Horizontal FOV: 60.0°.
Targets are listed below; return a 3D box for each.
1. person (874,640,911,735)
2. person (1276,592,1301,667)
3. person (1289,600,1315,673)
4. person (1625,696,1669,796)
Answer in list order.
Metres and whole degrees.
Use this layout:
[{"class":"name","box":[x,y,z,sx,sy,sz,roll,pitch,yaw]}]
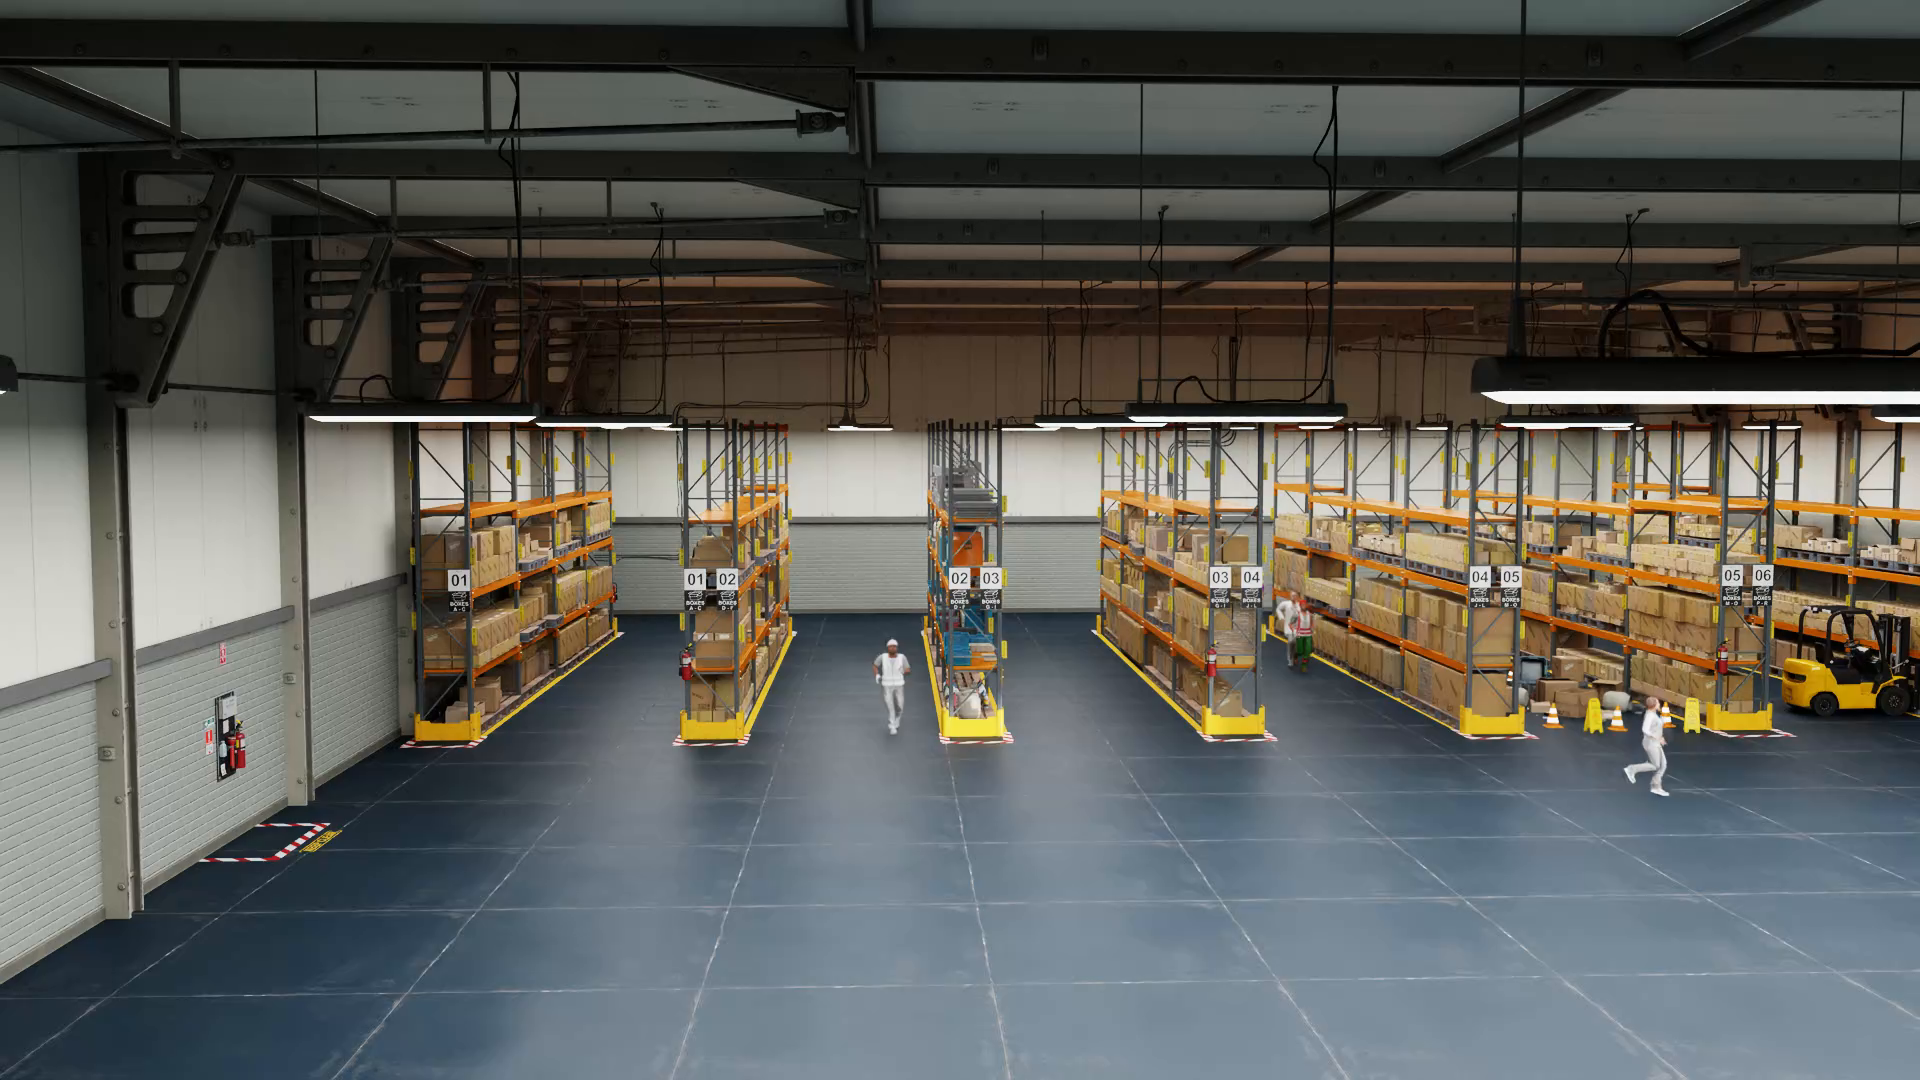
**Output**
[{"class":"person","box":[-1.281,2.787,31.764,0.689,1.758,0.939,-1,4,-9]},{"class":"person","box":[8.246,2.198,41.267,0.687,1.851,0.877,-1,4,-9]},{"class":"person","box":[8.231,2.299,39.923,0.656,1.749,0.704,-1,4,-9]},{"class":"person","box":[10.939,3.260,26.434,0.664,1.575,0.536,2,4,28]}]
